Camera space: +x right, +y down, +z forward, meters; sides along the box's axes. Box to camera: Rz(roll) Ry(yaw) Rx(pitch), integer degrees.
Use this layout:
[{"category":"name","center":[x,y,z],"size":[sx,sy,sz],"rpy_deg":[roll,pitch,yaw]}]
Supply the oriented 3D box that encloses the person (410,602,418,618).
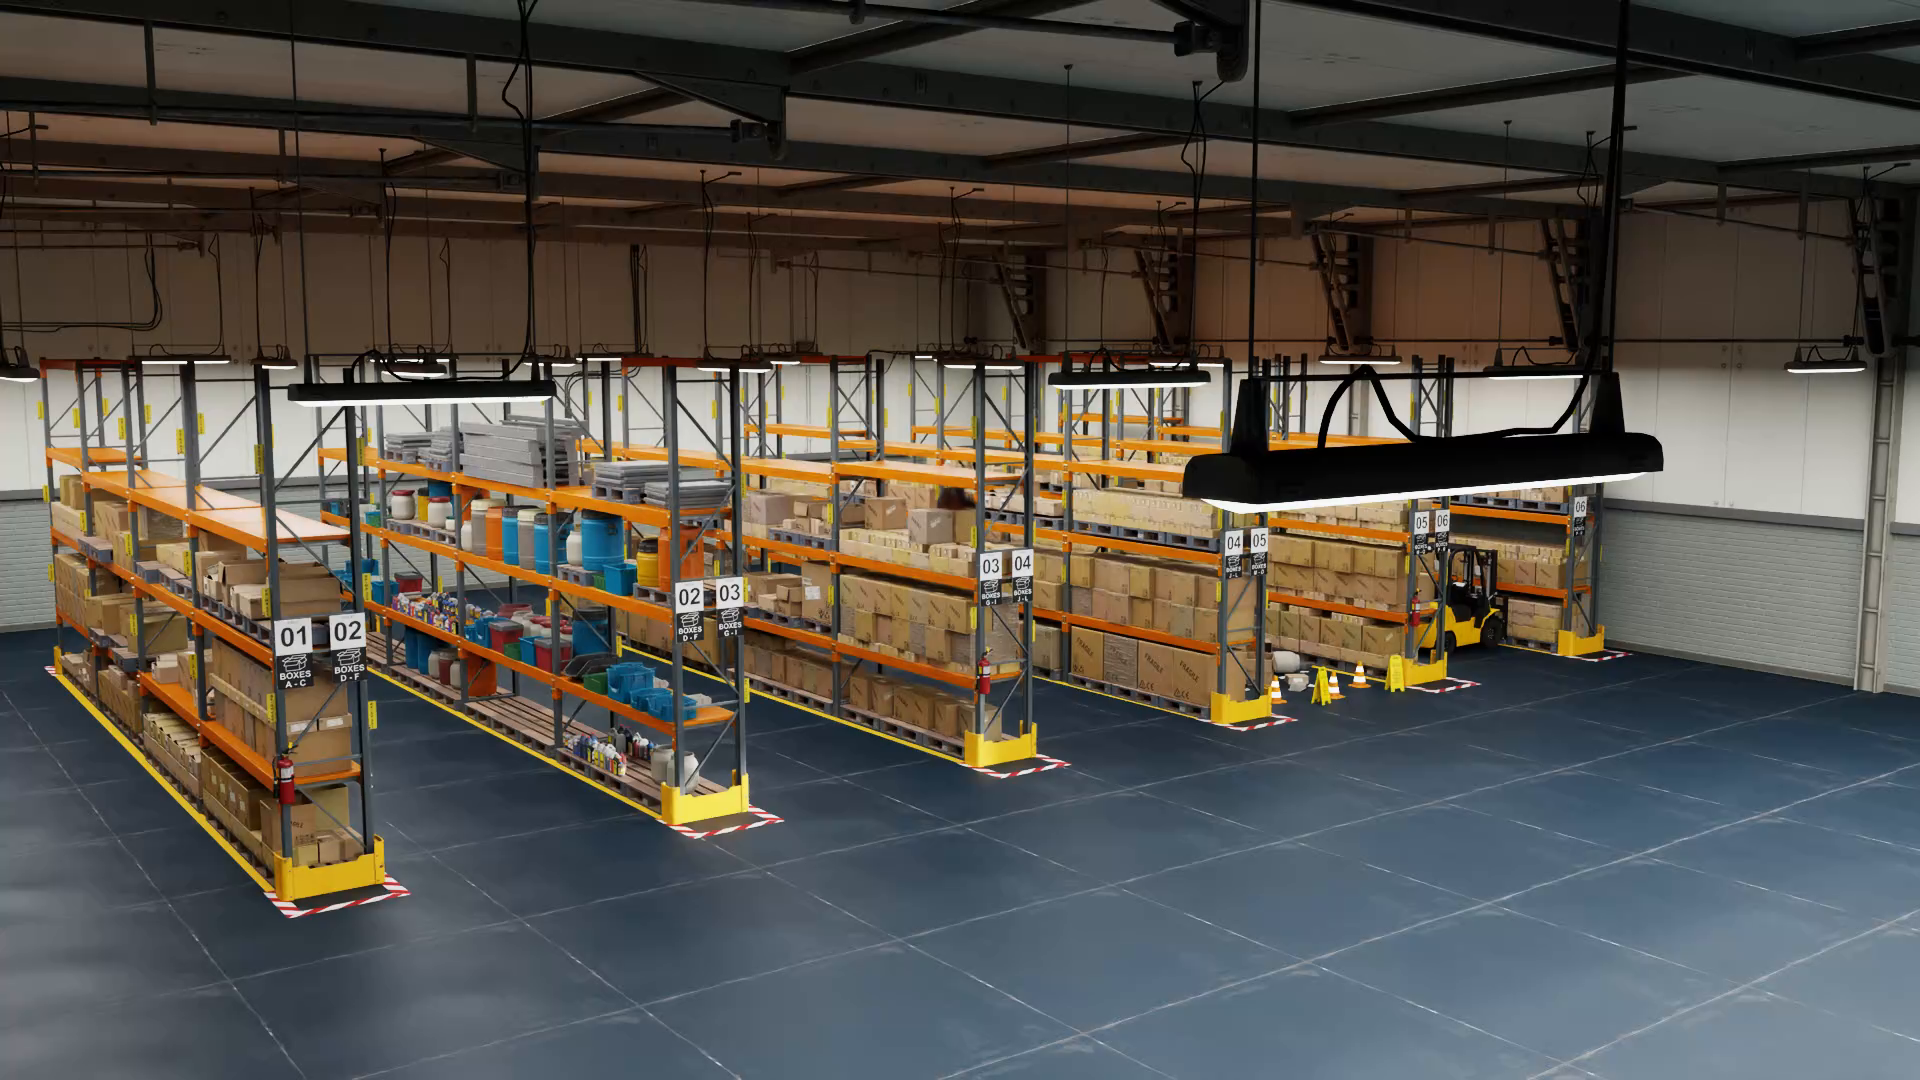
[{"category":"person","center":[-0.919,1.551,32.940],"size":[18.894,1.694,1.232],"rpy_deg":[-2,7,-13]}]

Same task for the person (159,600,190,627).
[{"category":"person","center":[-15.695,1.464,33.183],"size":[0.548,1.774,0.599],"rpy_deg":[2,7,18]}]
